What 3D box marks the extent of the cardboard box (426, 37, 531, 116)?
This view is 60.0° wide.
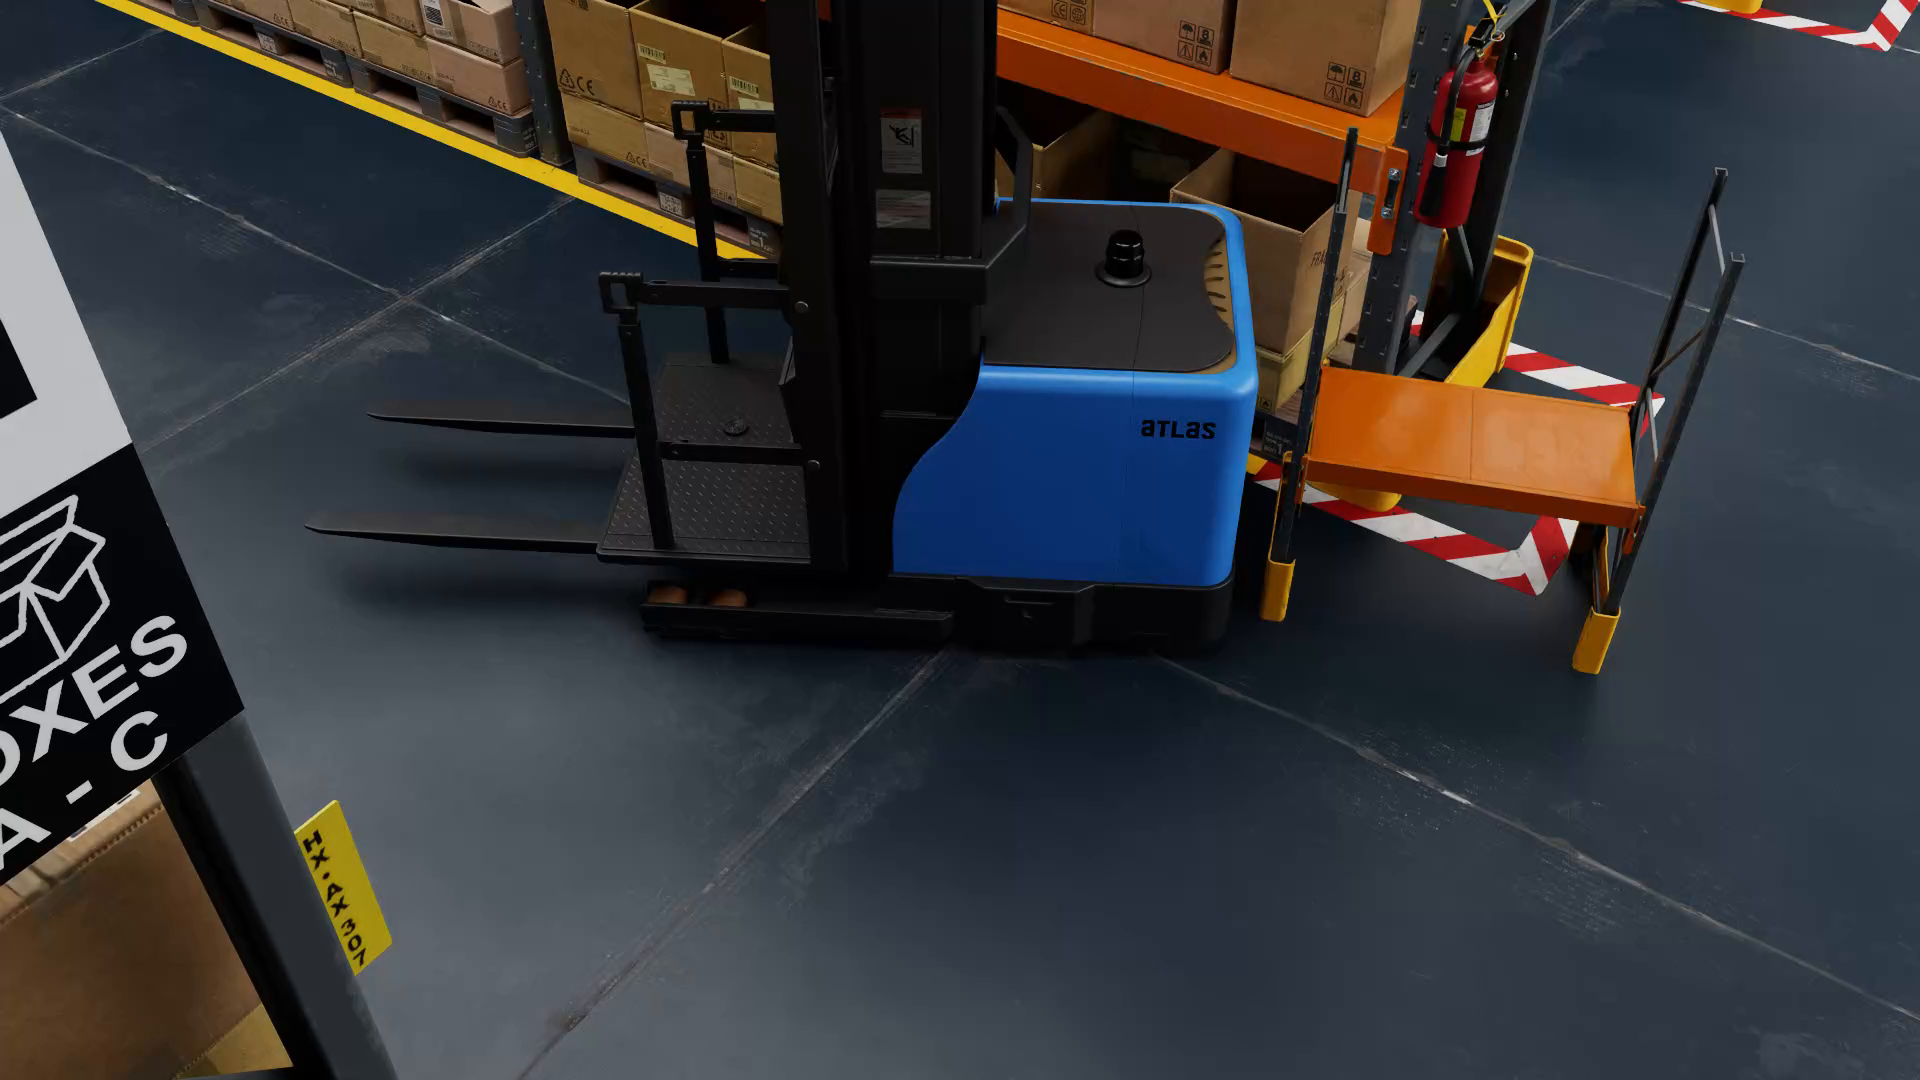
[{"bbox_3d":[-2.112,-2.256,7.769,0.500,0.250,0.500,25,47,25],"label":"cardboard box"}]

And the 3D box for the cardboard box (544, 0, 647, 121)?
[{"bbox_3d":[-1.406,-2.186,7.129,0.500,0.500,0.500,25,48,25],"label":"cardboard box"}]

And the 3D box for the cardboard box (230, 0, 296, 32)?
[{"bbox_3d":[-3.360,-2.842,8.424,0.500,0.250,0.500,26,48,26],"label":"cardboard box"}]

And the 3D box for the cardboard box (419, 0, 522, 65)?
[{"bbox_3d":[-2.102,-2.463,7.580,0.500,0.311,0.500,25,48,25],"label":"cardboard box"}]

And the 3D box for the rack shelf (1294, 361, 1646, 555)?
[{"bbox_3d":[1.582,-0.270,5.197,1.000,0.185,0.538,9,43,10],"label":"rack shelf"}]

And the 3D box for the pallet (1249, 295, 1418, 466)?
[{"bbox_3d":[1.019,-0.823,6.511,1.213,0.211,1.003,25,48,25],"label":"pallet"}]

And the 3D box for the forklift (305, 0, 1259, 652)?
[{"bbox_3d":[-0.623,-1.122,4.805,3.031,2.935,1.130,3,42,3],"label":"forklift"}]

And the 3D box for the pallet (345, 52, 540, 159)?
[{"bbox_3d":[-2.232,-2.345,8.213,1.213,0.211,1.003,25,48,25],"label":"pallet"}]

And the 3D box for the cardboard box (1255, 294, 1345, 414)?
[{"bbox_3d":[1.060,-0.768,6.106,0.500,0.250,0.500,25,48,25],"label":"cardboard box"}]

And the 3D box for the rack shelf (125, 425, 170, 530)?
[{"bbox_3d":[-2.810,-0.502,2.351,4.000,0.370,1.077,25,48,25],"label":"rack shelf"}]

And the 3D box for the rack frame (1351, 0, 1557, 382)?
[{"bbox_3d":[1.669,-1.592,5.280,0.127,3.000,1.000,25,48,25],"label":"rack frame"}]

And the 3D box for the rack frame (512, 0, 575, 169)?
[{"bbox_3d":[-1.606,-3.124,6.991,0.127,3.000,1.000,25,48,25],"label":"rack frame"}]

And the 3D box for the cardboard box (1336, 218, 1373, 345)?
[{"bbox_3d":[1.357,-1.051,6.422,0.500,0.250,0.500,25,48,25],"label":"cardboard box"}]

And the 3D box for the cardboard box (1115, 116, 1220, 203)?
[{"bbox_3d":[0.947,-1.521,6.385,0.500,0.500,0.500,25,48,25],"label":"cardboard box"}]

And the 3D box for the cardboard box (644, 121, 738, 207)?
[{"bbox_3d":[-0.994,-1.718,7.168,0.500,0.250,0.500,25,48,25],"label":"cardboard box"}]

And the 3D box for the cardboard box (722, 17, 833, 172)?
[{"bbox_3d":[-0.587,-1.804,6.701,0.500,0.500,0.500,25,48,25],"label":"cardboard box"}]

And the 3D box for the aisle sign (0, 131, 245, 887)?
[{"bbox_3d":[-0.941,0.009,1.541,0.004,0.787,0.394,25,48,25],"label":"aisle sign"}]

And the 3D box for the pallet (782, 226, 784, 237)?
[{"bbox_3d":[0.024,-1.290,7.034,1.213,0.211,1.003,25,48,25],"label":"pallet"}]

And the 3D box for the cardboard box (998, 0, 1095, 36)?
[{"bbox_3d":[0.458,-2.207,5.892,0.500,0.500,0.700,25,48,26],"label":"cardboard box"}]

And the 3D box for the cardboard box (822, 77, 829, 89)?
[{"bbox_3d":[-0.177,-1.613,6.488,0.500,0.500,0.500,25,48,25],"label":"cardboard box"}]

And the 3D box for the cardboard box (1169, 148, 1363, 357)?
[{"bbox_3d":[1.059,-1.046,5.854,0.500,0.500,0.500,25,48,25],"label":"cardboard box"}]

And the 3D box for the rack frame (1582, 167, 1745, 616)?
[{"bbox_3d":[2.076,-0.324,4.987,0.032,1.500,0.500,9,43,10],"label":"rack frame"}]

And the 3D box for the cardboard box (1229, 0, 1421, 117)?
[{"bbox_3d":[1.294,-1.815,5.454,0.500,0.500,0.700,25,48,25],"label":"cardboard box"}]

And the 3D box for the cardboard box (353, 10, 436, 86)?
[{"bbox_3d":[-2.525,-2.451,7.986,0.500,0.250,0.500,24,47,25],"label":"cardboard box"}]

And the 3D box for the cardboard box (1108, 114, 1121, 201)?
[{"bbox_3d":[0.530,-1.705,6.591,0.500,0.500,0.500,25,48,25],"label":"cardboard box"}]

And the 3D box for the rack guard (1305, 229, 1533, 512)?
[{"bbox_3d":[1.688,-0.651,6.103,0.348,0.500,1.175,25,48,25],"label":"rack guard"}]

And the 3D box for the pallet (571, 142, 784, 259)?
[{"bbox_3d":[-0.979,-1.757,7.555,1.213,0.211,1.003,25,48,25],"label":"pallet"}]

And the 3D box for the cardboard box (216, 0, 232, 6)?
[{"bbox_3d":[-3.780,-3.038,8.643,0.500,0.250,0.500,24,47,24],"label":"cardboard box"}]

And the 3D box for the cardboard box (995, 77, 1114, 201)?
[{"bbox_3d":[0.232,-1.421,6.273,0.500,0.500,0.500,25,48,25],"label":"cardboard box"}]

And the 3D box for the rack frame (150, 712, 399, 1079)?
[{"bbox_3d":[-1.173,1.114,2.256,0.127,3.000,1.000,25,48,25],"label":"rack frame"}]

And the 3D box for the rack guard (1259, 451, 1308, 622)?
[{"bbox_3d":[1.090,-0.019,5.584,0.087,0.250,0.587,9,43,10],"label":"rack guard"}]

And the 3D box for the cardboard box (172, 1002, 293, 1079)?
[{"bbox_3d":[-1.390,0.802,2.702,0.500,0.250,0.500,24,47,24],"label":"cardboard box"}]

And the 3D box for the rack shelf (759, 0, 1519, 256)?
[{"bbox_3d":[0.031,-2.090,6.375,4.000,0.370,1.077,25,48,25],"label":"rack shelf"}]

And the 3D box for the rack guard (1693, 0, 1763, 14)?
[{"bbox_3d":[4.427,-3.367,9.138,0.348,0.500,1.175,25,48,25],"label":"rack guard"}]

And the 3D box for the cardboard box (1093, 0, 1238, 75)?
[{"bbox_3d":[0.861,-2.014,5.676,0.500,0.500,0.700,26,48,26],"label":"cardboard box"}]

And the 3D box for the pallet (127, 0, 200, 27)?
[{"bbox_3d":[-4.229,-3.279,9.257,1.213,0.211,1.003,25,48,25],"label":"pallet"}]

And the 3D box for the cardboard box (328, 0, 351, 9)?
[{"bbox_3d":[-2.939,-2.851,8.013,0.500,0.311,0.500,25,47,25],"label":"cardboard box"}]

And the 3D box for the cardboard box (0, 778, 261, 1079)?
[{"bbox_3d":[-1.391,0.536,2.437,0.500,0.500,0.500,25,48,25],"label":"cardboard box"}]

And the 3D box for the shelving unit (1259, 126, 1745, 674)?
[{"bbox_3d":[1.573,-0.406,5.079,1.083,1.500,0.587,9,43,10],"label":"shelving unit"}]

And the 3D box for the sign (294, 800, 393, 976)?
[{"bbox_3d":[-0.861,0.495,2.298,0.005,0.325,0.100,25,48,25],"label":"sign"}]

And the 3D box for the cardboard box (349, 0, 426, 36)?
[{"bbox_3d":[-2.532,-2.659,7.798,0.500,0.311,0.500,26,48,26],"label":"cardboard box"}]

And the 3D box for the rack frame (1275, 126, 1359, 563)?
[{"bbox_3d":[1.089,-0.485,5.167,0.032,1.500,0.500,9,43,10],"label":"rack frame"}]

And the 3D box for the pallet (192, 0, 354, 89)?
[{"bbox_3d":[-3.235,-2.812,8.734,1.213,0.211,1.003,25,48,25],"label":"pallet"}]

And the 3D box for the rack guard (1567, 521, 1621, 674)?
[{"bbox_3d":[2.057,0.139,5.407,0.087,0.250,0.587,9,43,10],"label":"rack guard"}]

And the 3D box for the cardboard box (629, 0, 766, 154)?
[{"bbox_3d":[-0.992,-1.999,6.920,0.500,0.500,0.500,25,48,25],"label":"cardboard box"}]

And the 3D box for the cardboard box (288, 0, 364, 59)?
[{"bbox_3d":[-2.944,-2.646,8.205,0.500,0.250,0.500,26,48,26],"label":"cardboard box"}]

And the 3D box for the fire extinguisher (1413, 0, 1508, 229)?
[{"bbox_3d":[1.499,-1.264,4.972,0.183,0.674,0.296,25,48,25],"label":"fire extinguisher"}]

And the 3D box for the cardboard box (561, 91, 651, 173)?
[{"bbox_3d":[-1.401,-1.912,7.385,0.500,0.250,0.500,25,48,25],"label":"cardboard box"}]

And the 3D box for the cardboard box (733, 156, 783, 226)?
[{"bbox_3d":[-0.588,-1.524,6.951,0.500,0.250,0.500,25,48,25],"label":"cardboard box"}]
